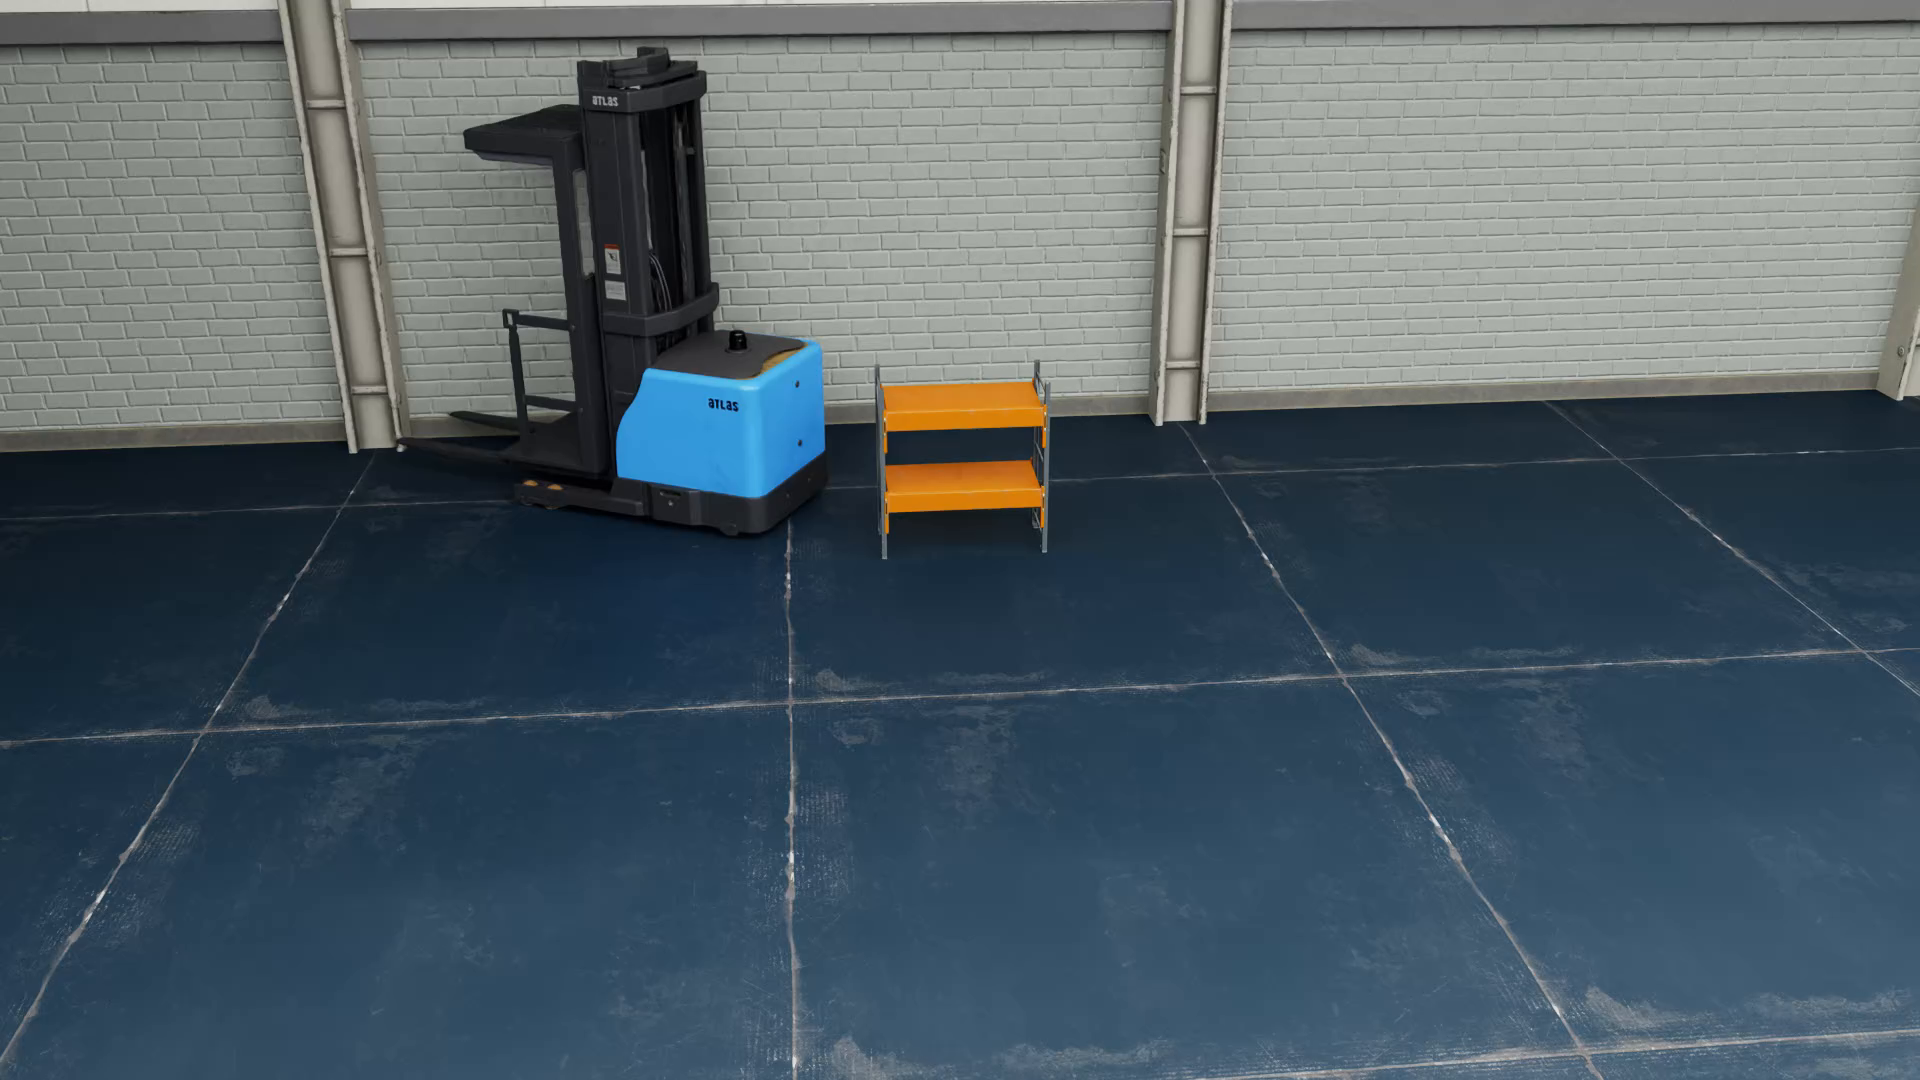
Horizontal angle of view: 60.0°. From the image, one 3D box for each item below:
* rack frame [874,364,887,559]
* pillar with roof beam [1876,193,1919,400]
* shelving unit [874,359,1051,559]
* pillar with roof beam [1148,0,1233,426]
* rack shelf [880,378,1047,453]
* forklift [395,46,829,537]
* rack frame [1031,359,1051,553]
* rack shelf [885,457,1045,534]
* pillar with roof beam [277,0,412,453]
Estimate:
[{"bbox_3d":[-0.499,-0.494,10.476,0.032,1.125,0.500,-2,24,-5],"label":"rack frame"},{"bbox_3d":[8.071,-3.557,7.673,0.400,9.000,9.100,-2,24,-5],"label":"pillar with roof beam"},{"bbox_3d":[0.007,-0.514,10.522,1.048,1.125,0.538,-2,24,-5],"label":"shelving unit"},{"bbox_3d":[2.100,-3.317,7.134,0.400,9.000,9.100,-2,24,-5],"label":"pillar with roof beam"},{"bbox_3d":[0.007,-0.782,10.403,1.000,0.278,0.538,-2,24,-5],"label":"rack shelf"},{"bbox_3d":[-2.474,-1.731,11.036,3.031,2.935,1.130,9,26,20],"label":"forklift"},{"bbox_3d":[0.513,-0.535,10.568,0.032,1.125,0.500,-2,24,-5],"label":"rack frame"},{"bbox_3d":[0.007,-0.291,10.621,1.000,0.278,0.538,-2,24,-5],"label":"rack shelf"},{"bbox_3d":[-3.871,-3.078,6.595,0.400,9.000,9.100,-2,24,-5],"label":"pillar with roof beam"}]
